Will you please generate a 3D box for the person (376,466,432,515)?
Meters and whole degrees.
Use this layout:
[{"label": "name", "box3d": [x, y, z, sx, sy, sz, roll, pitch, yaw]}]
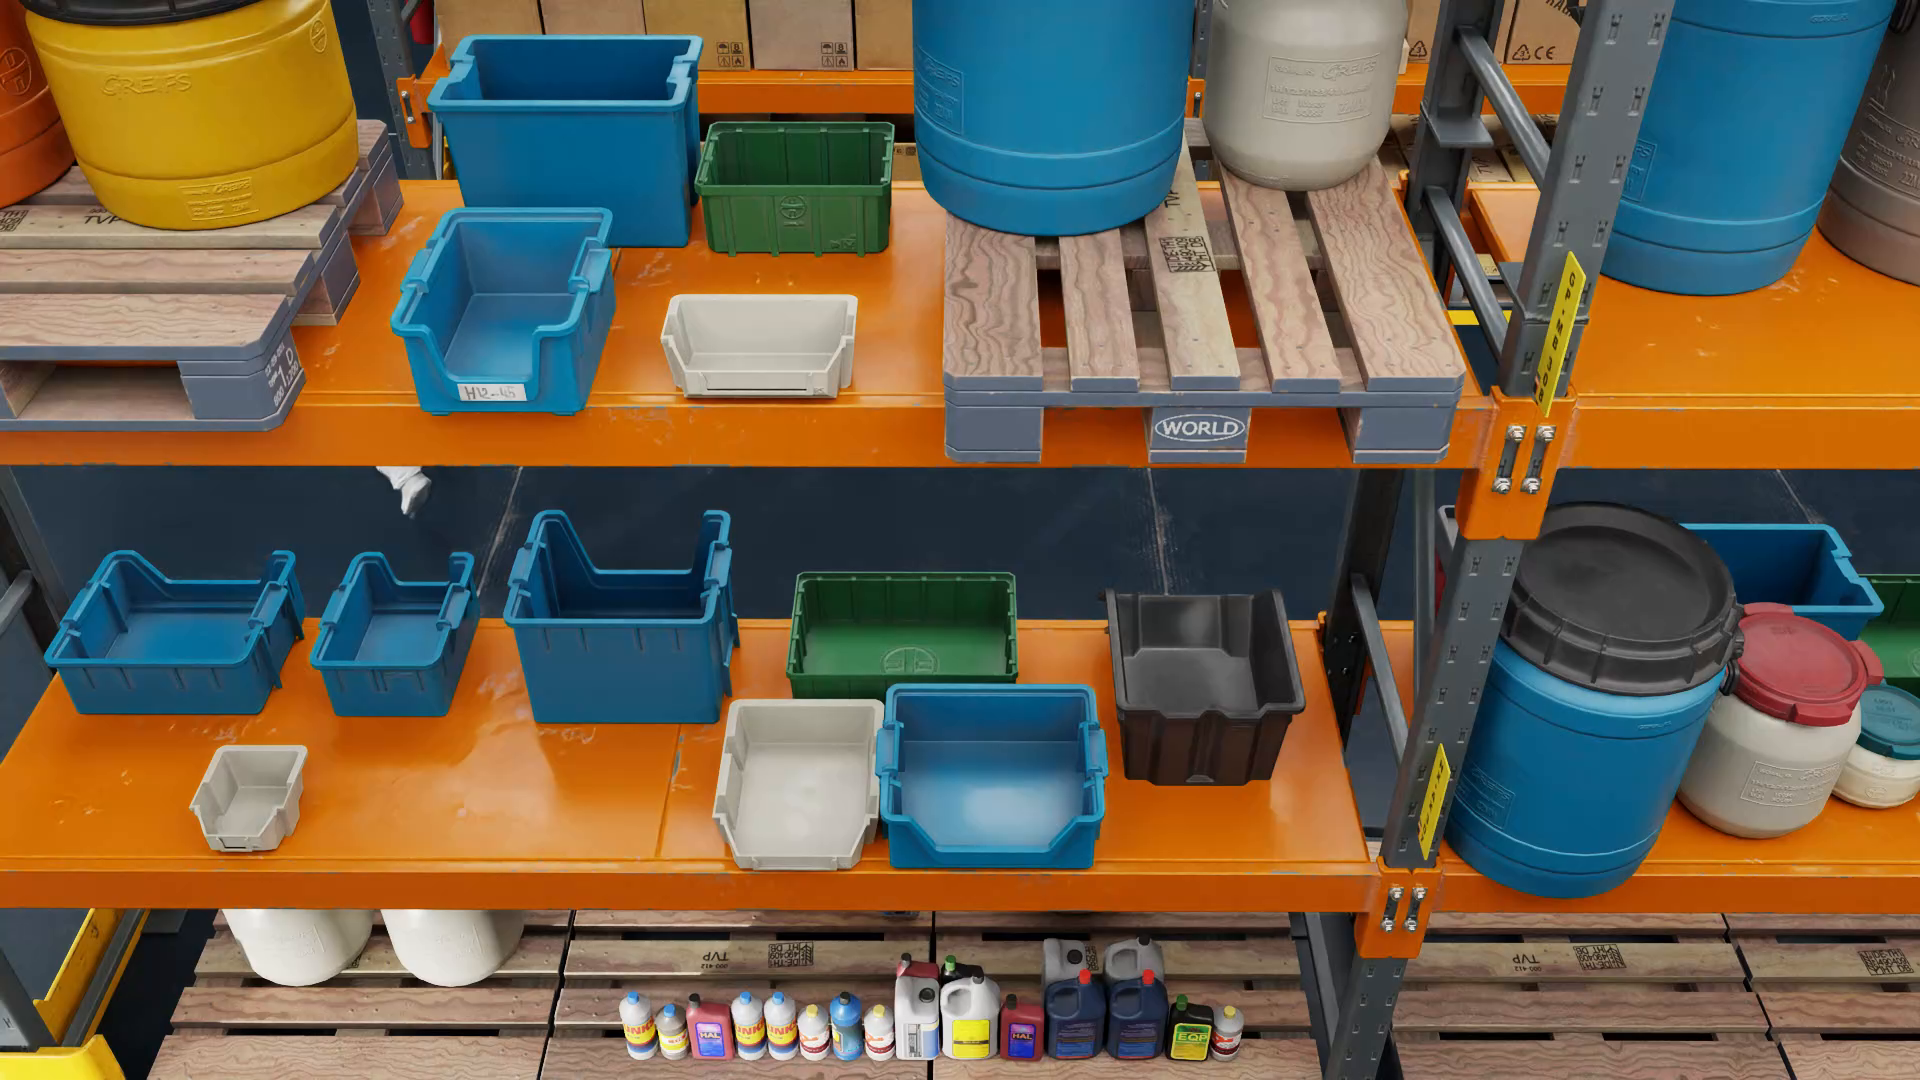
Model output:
[{"label": "person", "box3d": [-2.561, -0.884, 7.194, 0.706, 1.747, 0.588, 27, 47, 29]}]
